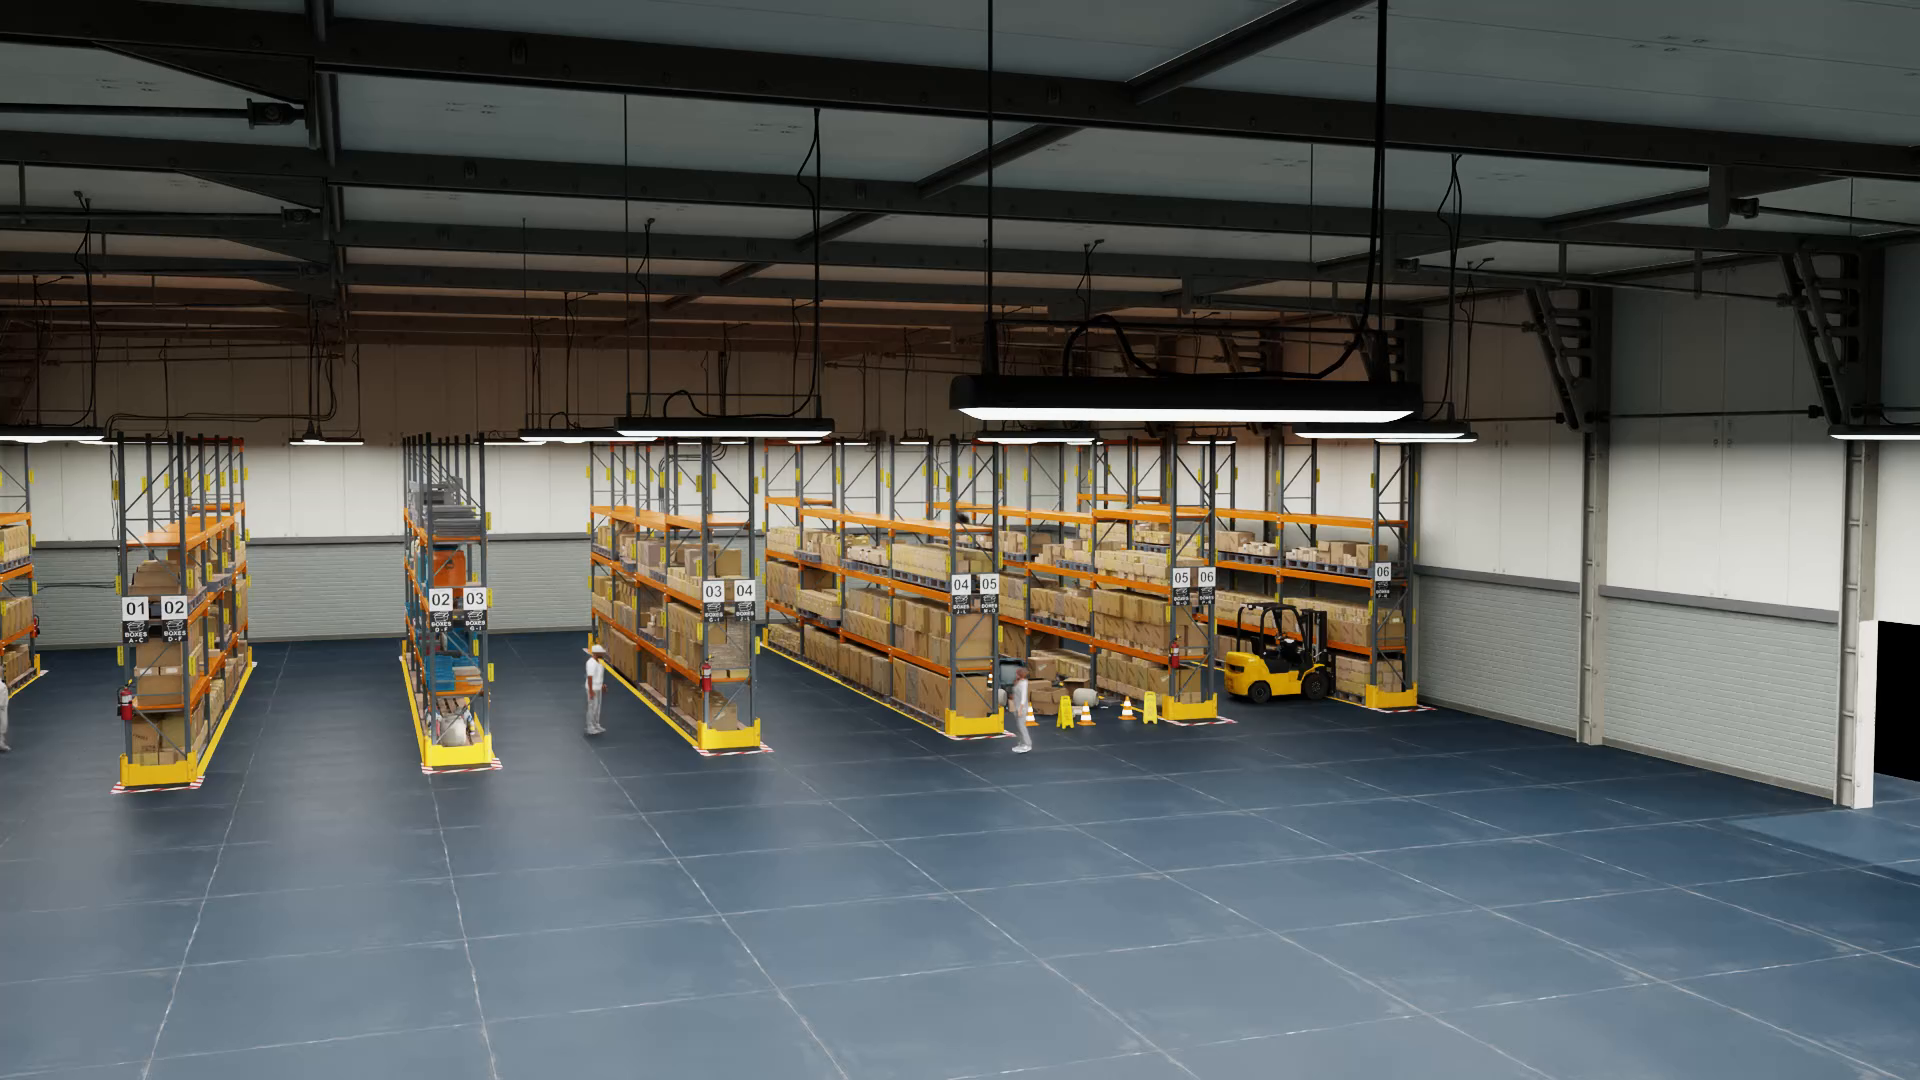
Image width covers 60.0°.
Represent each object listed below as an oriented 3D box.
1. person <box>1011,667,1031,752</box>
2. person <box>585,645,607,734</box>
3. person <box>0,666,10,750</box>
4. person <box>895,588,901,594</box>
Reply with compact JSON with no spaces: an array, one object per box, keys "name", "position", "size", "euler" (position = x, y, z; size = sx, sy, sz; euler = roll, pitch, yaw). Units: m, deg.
[{"name":"person","position":[1.160,3.187,31.319],"size":[0.354,1.612,0.488],"euler":[-1,3,-14]},{"name":"person","position":[-7.311,2.990,33.376],"size":[0.417,1.786,0.602],"euler":[0,3,3]},{"name":"person","position":[-18.251,3.198,31.475],"size":[0.396,1.736,0.559],"euler":[0,3,7]},{"name":"person","position":[-1.709,2.150,45.239],"size":[0.431,1.714,0.733],"euler":[-2,4,-29]}]
